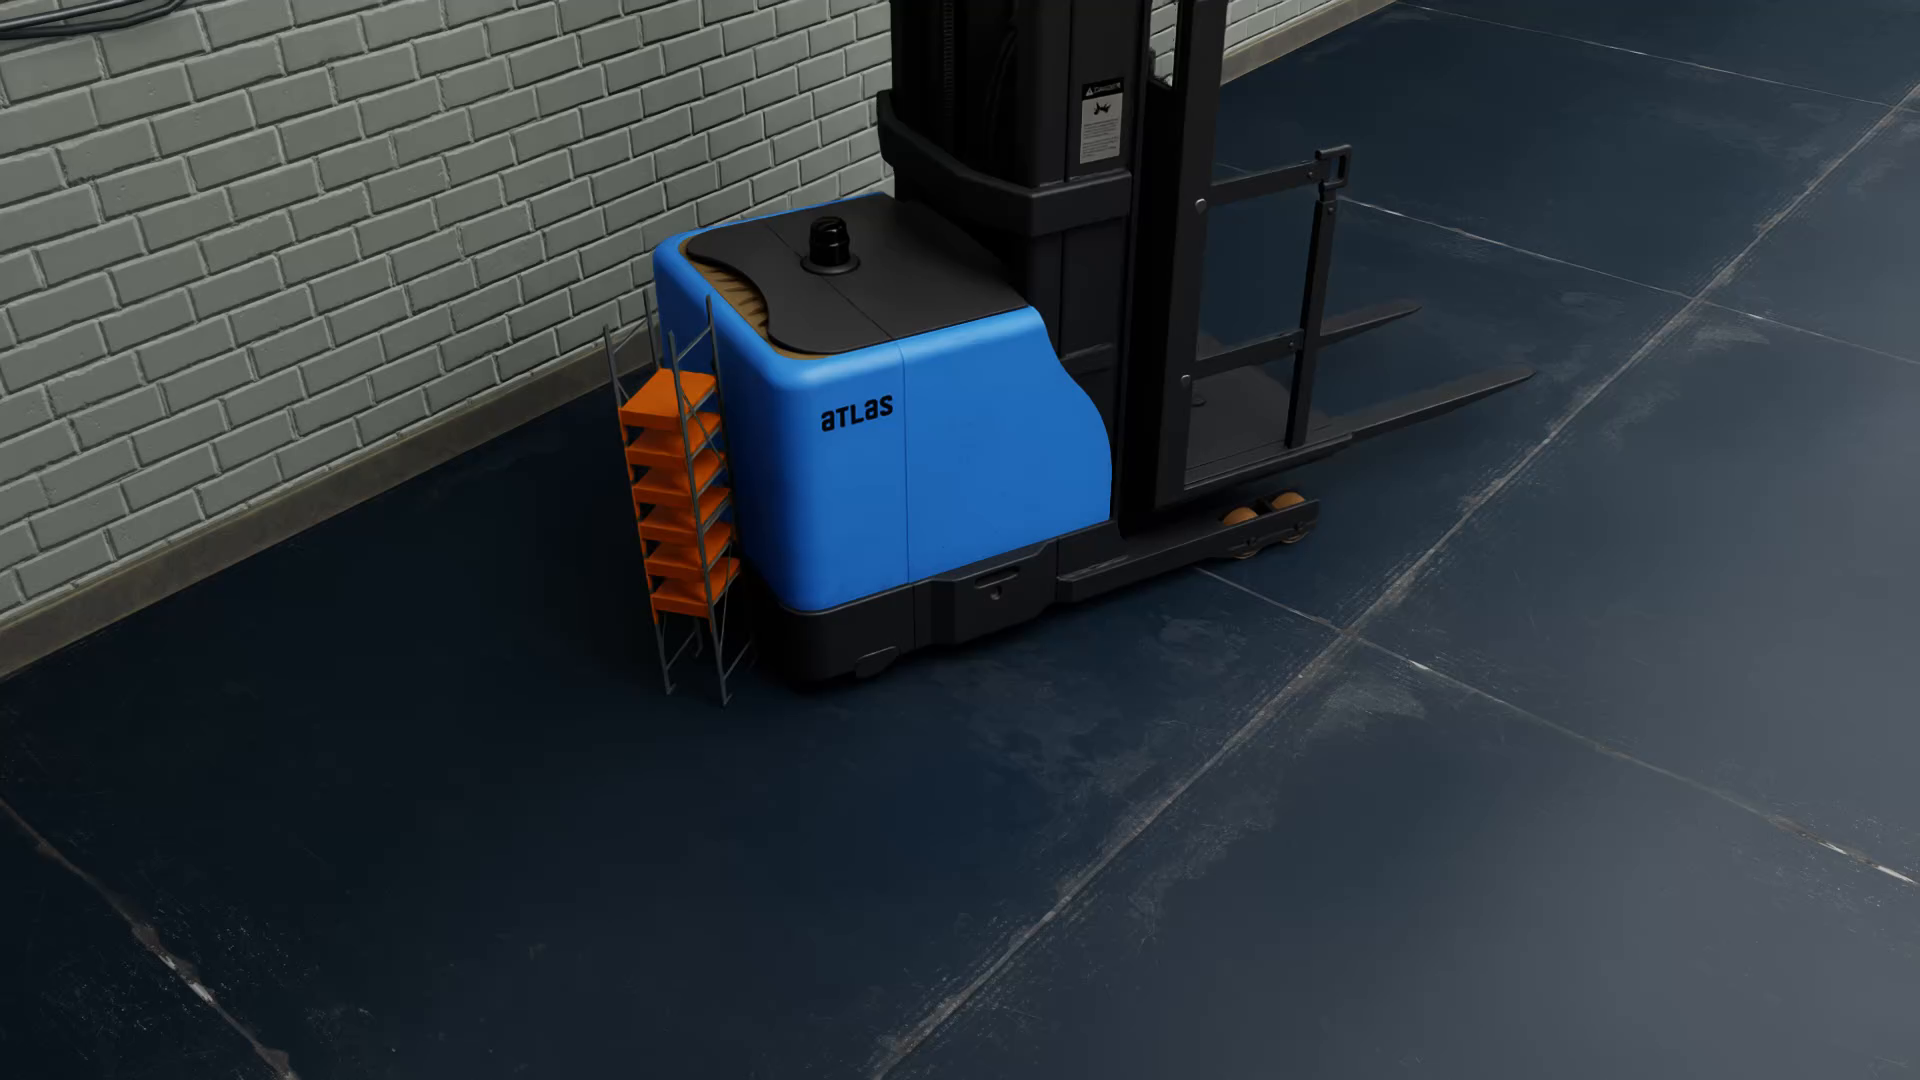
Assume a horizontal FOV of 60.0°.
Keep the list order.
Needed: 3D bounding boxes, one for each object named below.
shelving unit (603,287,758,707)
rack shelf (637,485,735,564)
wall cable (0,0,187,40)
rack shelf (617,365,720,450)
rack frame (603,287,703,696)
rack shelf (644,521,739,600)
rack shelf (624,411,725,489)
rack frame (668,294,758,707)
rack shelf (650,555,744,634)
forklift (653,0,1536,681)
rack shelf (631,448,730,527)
[{"bbox_3d":[-0.758,-0.093,4.618,0.189,1.200,0.258,9,35,16],"label":"shelving unit"},{"bbox_3d":[-0.756,-0.056,4.642,0.180,0.103,0.258,9,35,16],"label":"rack shelf"},{"bbox_3d":[-2.978,-1.924,3.144,0.112,2.526,3.097,25,42,32],"label":"wall cable"},{"bbox_3d":[-0.770,-0.356,4.443,0.180,0.103,0.258,9,35,16],"label":"rack shelf"},{"bbox_3d":[-0.845,-0.106,4.643,0.006,1.200,0.240,9,35,16],"label":"rack frame"},{"bbox_3d":[-0.752,0.044,4.709,0.180,0.103,0.258,9,35,16],"label":"rack shelf"},{"bbox_3d":[-0.765,-0.256,4.509,0.180,0.103,0.258,9,35,16],"label":"rack shelf"},{"bbox_3d":[-0.671,-0.080,4.592,0.006,1.200,0.240,9,35,16],"label":"rack frame"},{"bbox_3d":[-0.748,0.143,4.775,0.180,0.103,0.258,9,35,16],"label":"rack shelf"},{"bbox_3d":[0.609,-1.390,4.984,3.031,2.935,1.130,-17,38,-23],"label":"forklift"},{"bbox_3d":[-0.761,-0.156,4.576,0.180,0.103,0.258,9,35,16],"label":"rack shelf"}]
